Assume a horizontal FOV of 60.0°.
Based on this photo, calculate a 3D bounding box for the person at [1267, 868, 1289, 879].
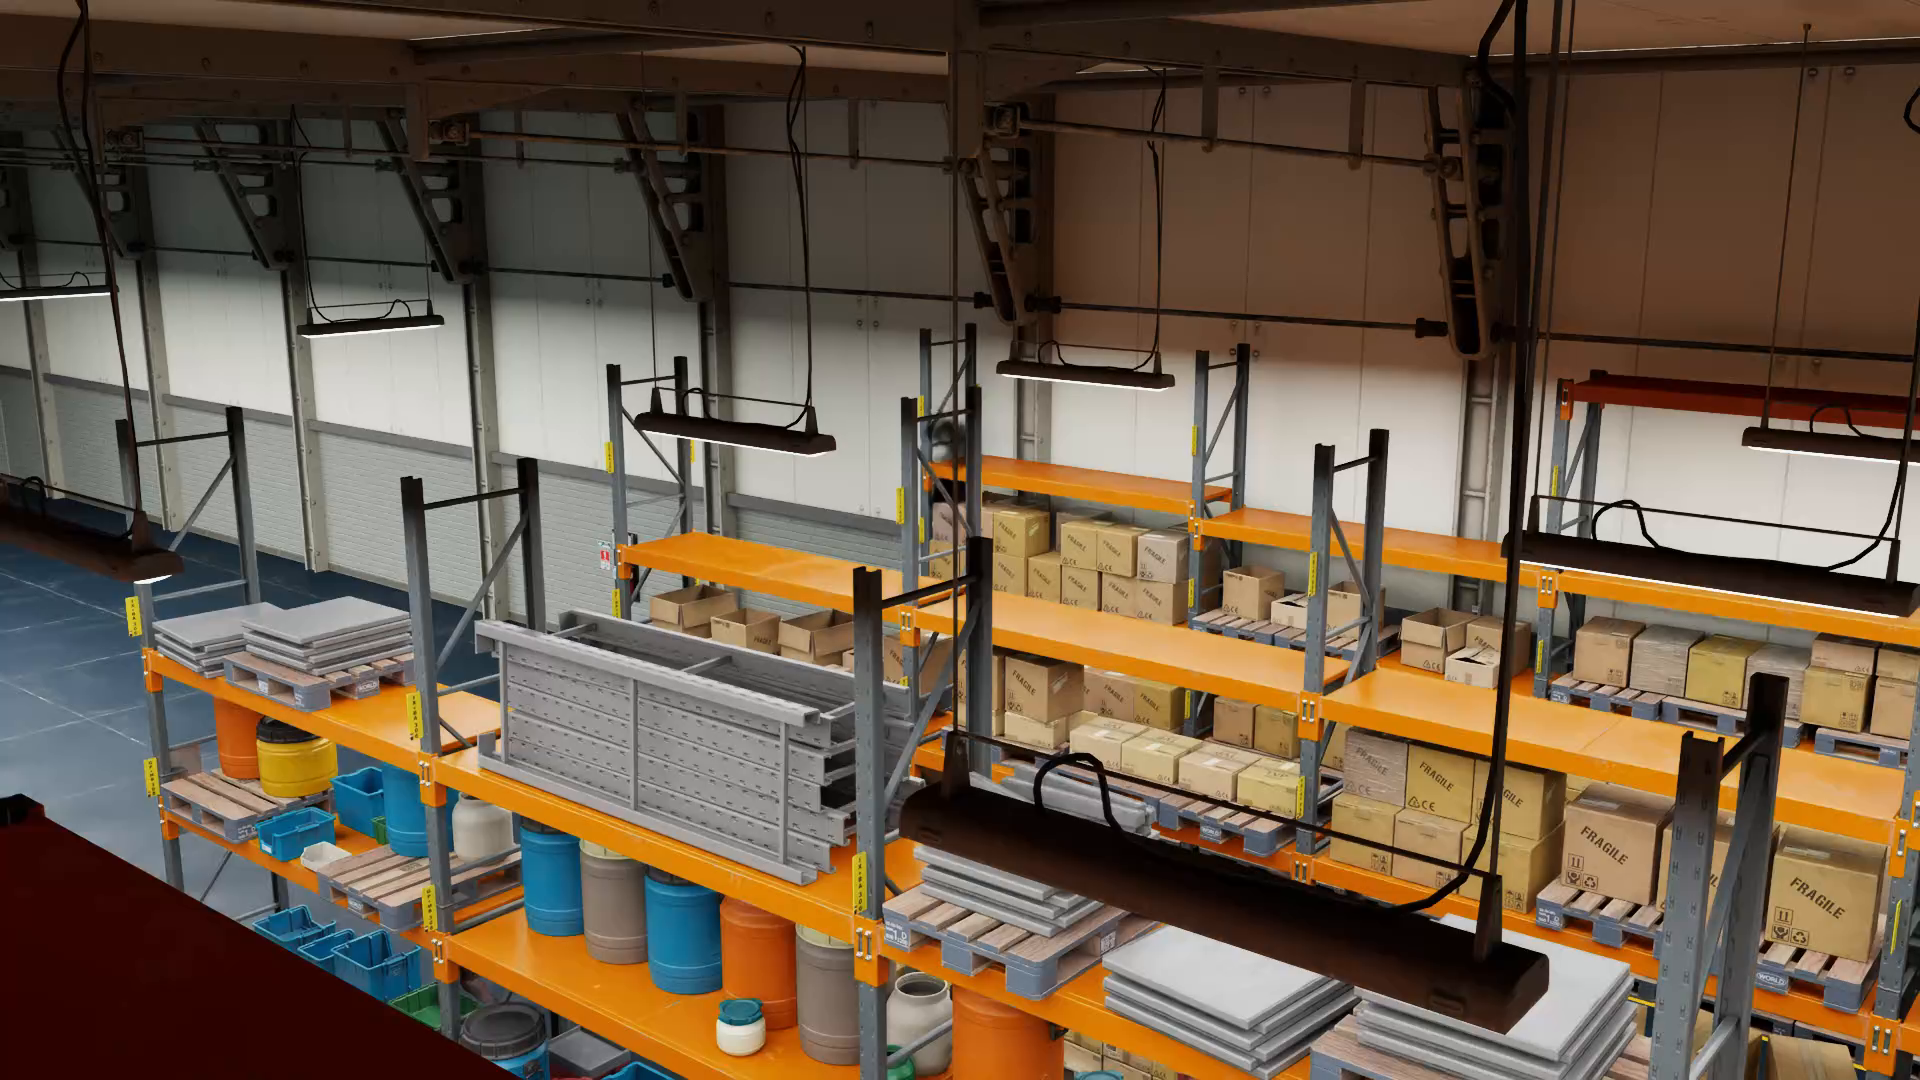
[{"bbox_3d":[2.991,3.834,15.531,0.855,1.612,0.520,8,15,33],"label":"person"}]

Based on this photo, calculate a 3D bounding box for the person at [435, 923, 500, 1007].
[{"bbox_3d":[-4.650,3.801,15.456,0.928,1.693,0.664,8,15,31],"label":"person"}]
